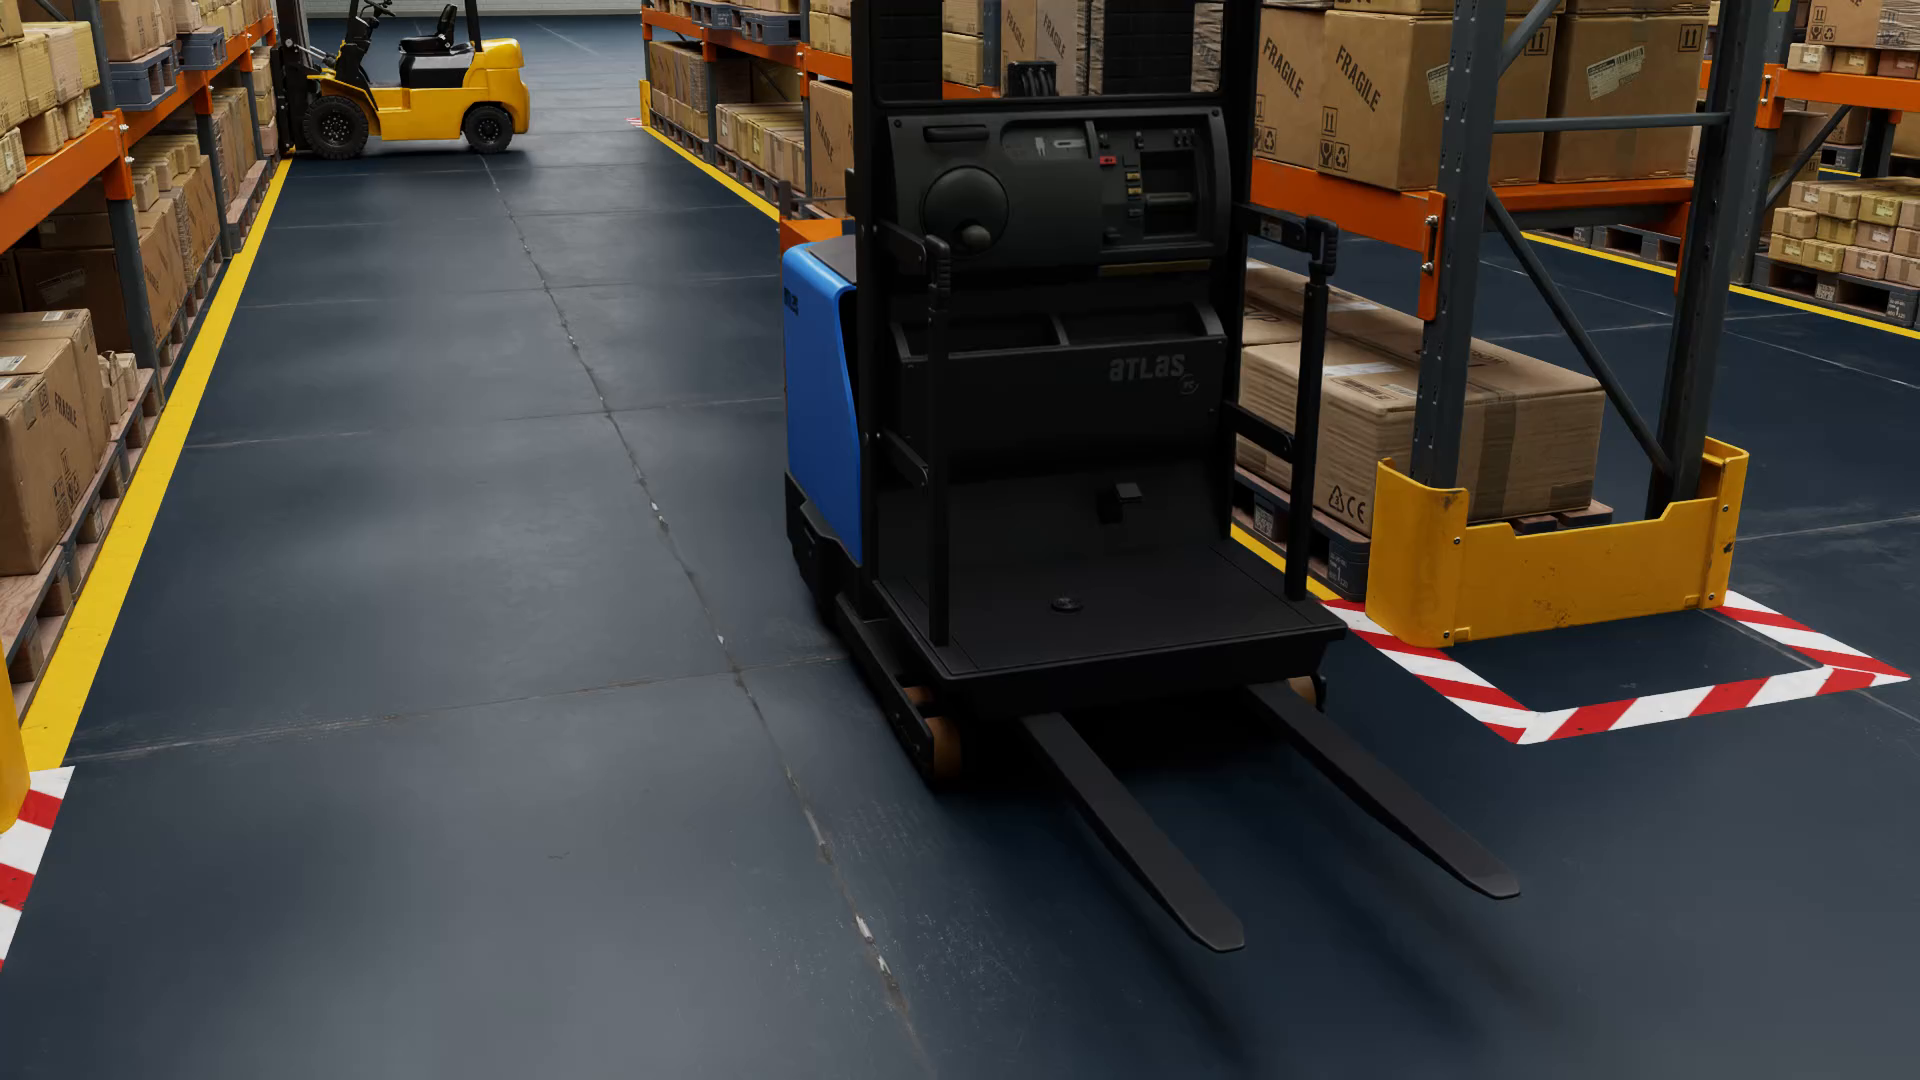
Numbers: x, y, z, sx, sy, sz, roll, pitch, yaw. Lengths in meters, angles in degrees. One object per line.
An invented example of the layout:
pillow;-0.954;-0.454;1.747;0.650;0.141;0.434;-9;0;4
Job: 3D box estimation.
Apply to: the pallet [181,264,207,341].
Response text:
pallet;-4.782;-1.295;9.211;1.003;0.211;1.213;-6;21;-17

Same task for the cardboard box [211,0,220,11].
cardboard box;-5.572;-3.906;11.836;0.500;0.250;0.500;-7;21;-19

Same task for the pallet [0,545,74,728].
pallet;-3.121;0.357;4.610;1.003;0.211;1.213;-6;21;-17

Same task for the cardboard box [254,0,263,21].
cardboard box;-6.987;-5.234;15.904;0.500;0.500;0.500;-6;21;-17

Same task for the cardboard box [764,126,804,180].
cardboard box;-1.057;-3.150;13.515;0.950;0.372;0.625;-7;21;-18

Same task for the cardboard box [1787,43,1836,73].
cardboard box;5.053;-2.802;9.651;0.380;0.149;0.250;-6;21;-15

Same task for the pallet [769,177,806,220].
pallet;-0.894;-2.709;13.147;1.003;0.211;1.213;-6;21;-17

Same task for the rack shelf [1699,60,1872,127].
rack shelf;4.646;-3.349;11.867;1.077;0.370;4.000;-6;21;-17

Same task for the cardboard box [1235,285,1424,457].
cardboard box;1.267;-0.689;6.567;0.875;0.438;0.875;-6;21;-16

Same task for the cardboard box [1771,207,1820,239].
cardboard box;5.085;-1.891;9.900;0.380;0.149;0.250;-5;20;-15

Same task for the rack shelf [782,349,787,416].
rack shelf;-0.313;-0.504;6.379;0.538;0.278;1.000;-6;21;-17

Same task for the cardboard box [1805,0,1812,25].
cardboard box;5.495;-3.389;10.664;0.380;0.149;0.250;-6;21;-16

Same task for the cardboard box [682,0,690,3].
cardboard box;-2.451;-5.522;16.265;0.500;0.500;0.500;-6;21;-15

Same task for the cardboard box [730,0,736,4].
cardboard box;-1.760;-4.672;14.237;0.380;0.149;0.250;-6;21;-16

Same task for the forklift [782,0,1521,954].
forklift;0.337;-0.921;4.144;1.130;2.935;3.031;-6;21;-17

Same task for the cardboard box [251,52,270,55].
cardboard box;-7.100;-4.745;16.657;0.500;0.250;0.500;-6;21;-17

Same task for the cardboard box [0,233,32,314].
cardboard box;-4.538;-1.106;7.635;0.500;0.500;0.500;-6;21;-17

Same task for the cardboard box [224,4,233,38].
cardboard box;-5.921;-3.998;12.832;0.500;0.250;0.500;-6;21;-17

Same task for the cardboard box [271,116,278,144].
cardboard box;-6.630;-3.781;15.453;0.500;0.250;0.500;-7;21;-18

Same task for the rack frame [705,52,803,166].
rack frame;-1.907;-5.054;15.551;1.000;3.000;0.127;-6;21;-17

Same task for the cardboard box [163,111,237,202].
cardboard box;-5.756;-2.733;11.979;0.875;0.625;0.625;-6;21;-15

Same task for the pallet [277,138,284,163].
pallet;-7.215;-3.865;16.366;1.003;0.211;1.213;-6;21;-17

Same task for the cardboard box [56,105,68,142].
cardboard box;-3.500;-1.516;6.071;0.380;0.149;0.250;-6;21;-16

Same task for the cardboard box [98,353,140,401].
cardboard box;-3.649;-0.667;6.932;0.380;0.149;0.250;-7;21;-19

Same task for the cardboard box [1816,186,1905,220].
cardboard box;5.217;-1.954;9.636;0.380;0.149;0.250;-5;20;-15

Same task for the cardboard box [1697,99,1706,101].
cardboard box;4.968;-3.020;11.853;0.500;0.250;0.500;-6;20;-15

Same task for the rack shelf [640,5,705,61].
rack shelf;-2.535;-5.358;17.460;1.077;0.370;4.000;-6;21;-17

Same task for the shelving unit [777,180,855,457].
shelving unit;-0.313;-0.734;6.296;0.538;1.125;1.048;-6;21;-17

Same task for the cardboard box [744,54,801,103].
cardboard box;-1.836;-4.529;16.425;0.500;0.500;0.500;-5;20;-15

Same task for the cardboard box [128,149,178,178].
cardboard box;-4.769;-2.174;9.649;0.380;0.149;0.250;-6;21;-16

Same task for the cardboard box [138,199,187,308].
cardboard box;-4.371;-1.489;8.702;0.500;0.500;0.500;-7;21;-19

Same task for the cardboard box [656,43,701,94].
cardboard box;-2.997;-5.131;18.103;0.500;0.500;0.500;-7;21;-19

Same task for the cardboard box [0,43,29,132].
cardboard box;-3.235;-1.405;5.171;0.500;0.250;0.500;-7;21;-19

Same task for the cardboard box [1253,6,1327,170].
cardboard box;1.319;-1.540;5.619;0.500;0.500;0.500;-7;21;-18

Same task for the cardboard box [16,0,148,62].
cardboard box;-4.043;-2.382;7.343;0.700;0.500;0.500;-6;21;-16

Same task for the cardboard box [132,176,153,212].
cardboard box;-4.358;-1.761;8.499;0.380;0.149;0.250;-6;21;-17

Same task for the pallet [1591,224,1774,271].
pallet;5.029;-1.983;11.125;1.003;0.211;1.213;-6;21;-17

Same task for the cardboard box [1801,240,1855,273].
cardboard box;5.168;-1.665;9.711;0.380;0.149;0.250;-6;21;-16

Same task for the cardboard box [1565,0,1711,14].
cardboard box;1.984;-1.905;5.157;0.500;0.500;0.500;-7;21;-18

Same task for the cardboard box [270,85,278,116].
cardboard box;-6.784;-4.177;15.814;0.500;0.250;0.500;-7;21;-18

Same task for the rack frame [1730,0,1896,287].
rack frame;5.275;-3.046;9.958;1.000;3.000;0.127;-6;21;-17

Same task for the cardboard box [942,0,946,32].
cardboard box;0.074;-2.927;9.111;0.500;0.250;0.500;-6;21;-16

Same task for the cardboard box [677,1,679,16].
cardboard box;-2.672;-5.418;16.935;0.380;0.149;0.250;-7;21;-18

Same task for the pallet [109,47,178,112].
pallet;-4.251;-2.136;7.711;1.003;0.211;1.213;-6;21;-17

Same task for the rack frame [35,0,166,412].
rack frame;-4.103;-1.959;6.932;1.000;3.000;0.127;-6;21;-17

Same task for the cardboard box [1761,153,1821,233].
cardboard box;5.295;-2.332;11.048;0.500;0.500;0.500;-6;20;-15

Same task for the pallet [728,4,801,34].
pallet;-1.311;-4.311;13.766;1.003;0.211;1.213;-6;21;-17

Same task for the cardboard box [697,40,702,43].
cardboard box;-2.665;-5.365;18.753;0.500;0.500;0.500;-6;21;-17

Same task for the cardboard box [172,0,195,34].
cardboard box;-4.722;-3.065;9.613;0.500;0.250;0.500;-7;21;-20

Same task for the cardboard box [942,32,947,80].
cardboard box;0.068;-2.697;9.211;0.500;0.250;0.500;-7;21;-18

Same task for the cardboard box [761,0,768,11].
cardboard box;-1.322;-4.166;12.829;0.380;0.149;0.250;-7;21;-20

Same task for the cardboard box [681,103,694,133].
cardboard box;-2.525;-4.289;16.866;0.500;0.250;0.500;-7;21;-19
